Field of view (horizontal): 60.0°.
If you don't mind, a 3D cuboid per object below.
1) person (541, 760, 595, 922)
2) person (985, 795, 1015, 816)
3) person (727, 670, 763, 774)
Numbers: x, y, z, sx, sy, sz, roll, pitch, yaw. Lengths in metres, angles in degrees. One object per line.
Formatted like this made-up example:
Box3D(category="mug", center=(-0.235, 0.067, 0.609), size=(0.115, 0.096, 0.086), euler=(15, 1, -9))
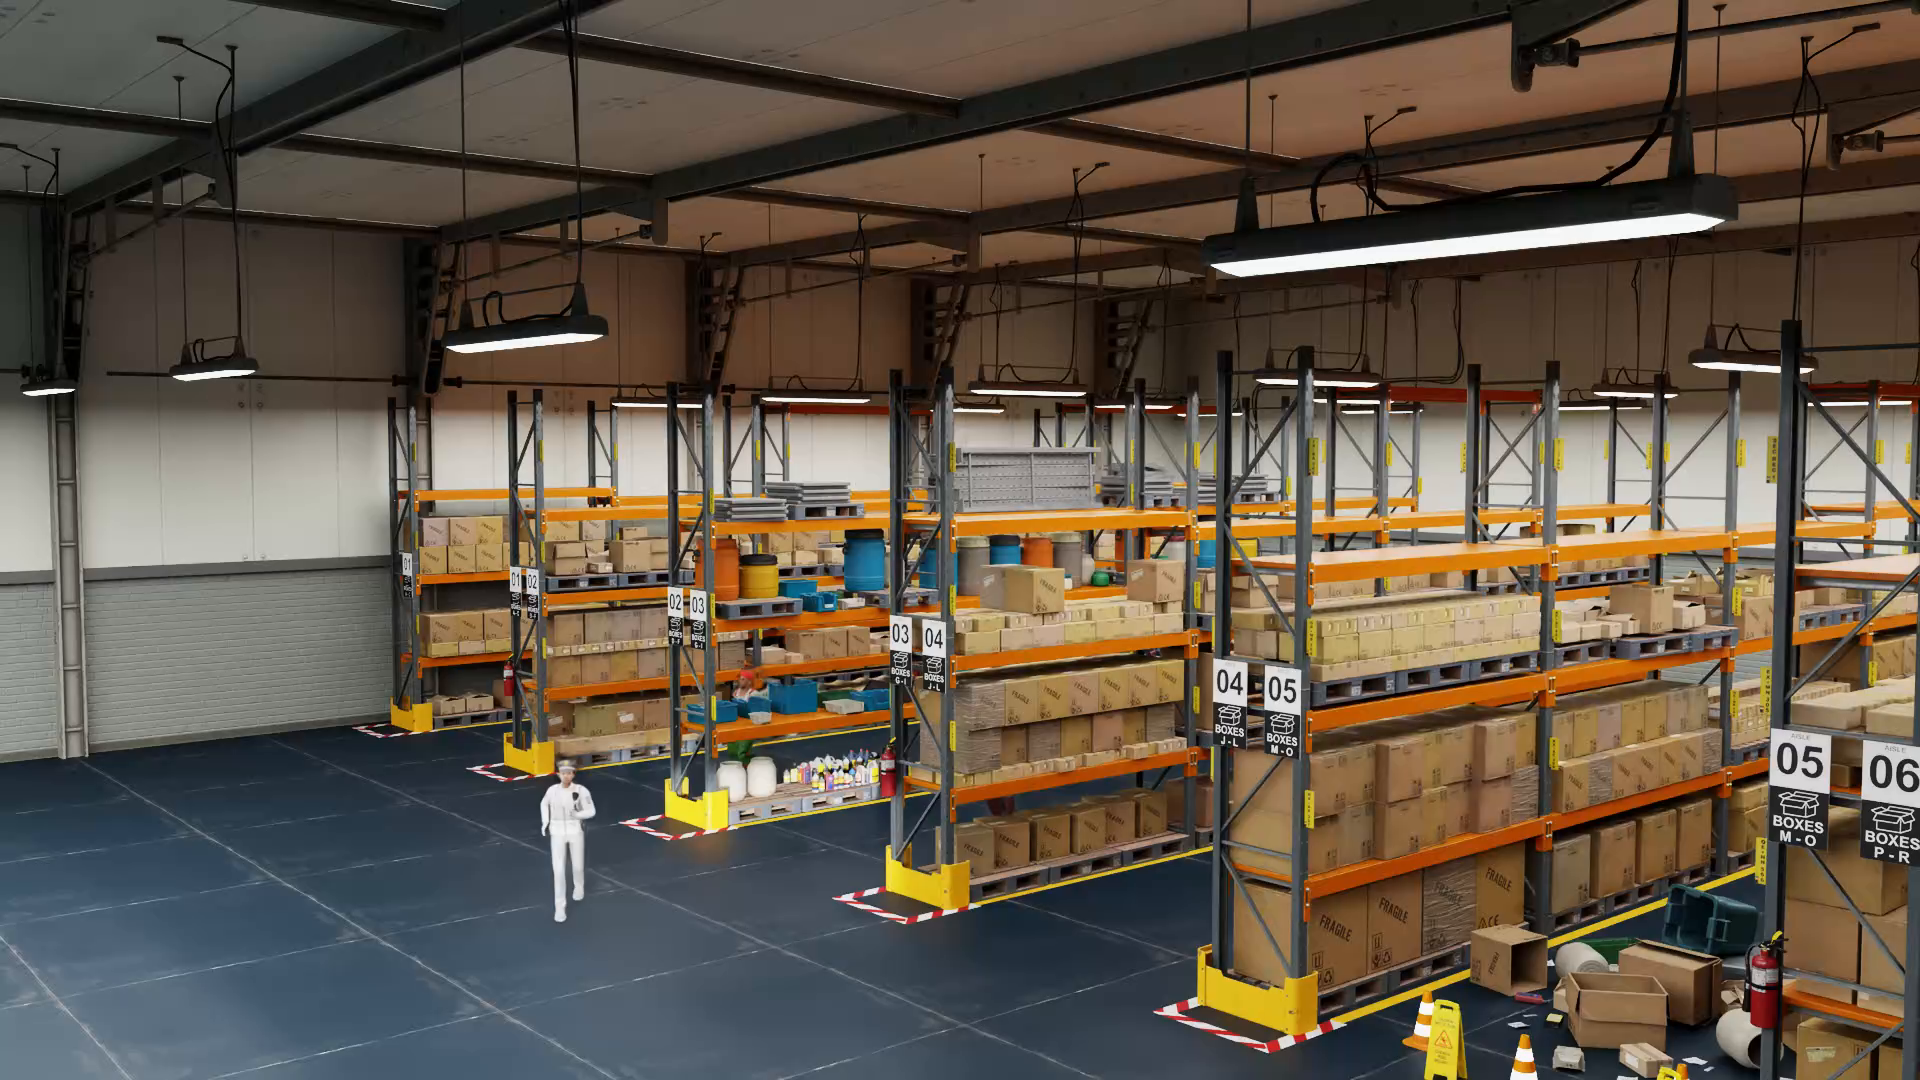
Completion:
Box3D(category="person", center=(-4.301, 3.232, 18.223), size=(0.613, 1.678, 0.941), euler=(0, 3, -8))
Box3D(category="person", center=(0.566, 3.037, 22.024), size=(0.565, 1.639, 0.599), euler=(2, 4, 31))
Box3D(category="person", center=(-3.222, 2.836, 25.108), size=(0.657, 1.743, 0.605), euler=(2, 4, 35))
